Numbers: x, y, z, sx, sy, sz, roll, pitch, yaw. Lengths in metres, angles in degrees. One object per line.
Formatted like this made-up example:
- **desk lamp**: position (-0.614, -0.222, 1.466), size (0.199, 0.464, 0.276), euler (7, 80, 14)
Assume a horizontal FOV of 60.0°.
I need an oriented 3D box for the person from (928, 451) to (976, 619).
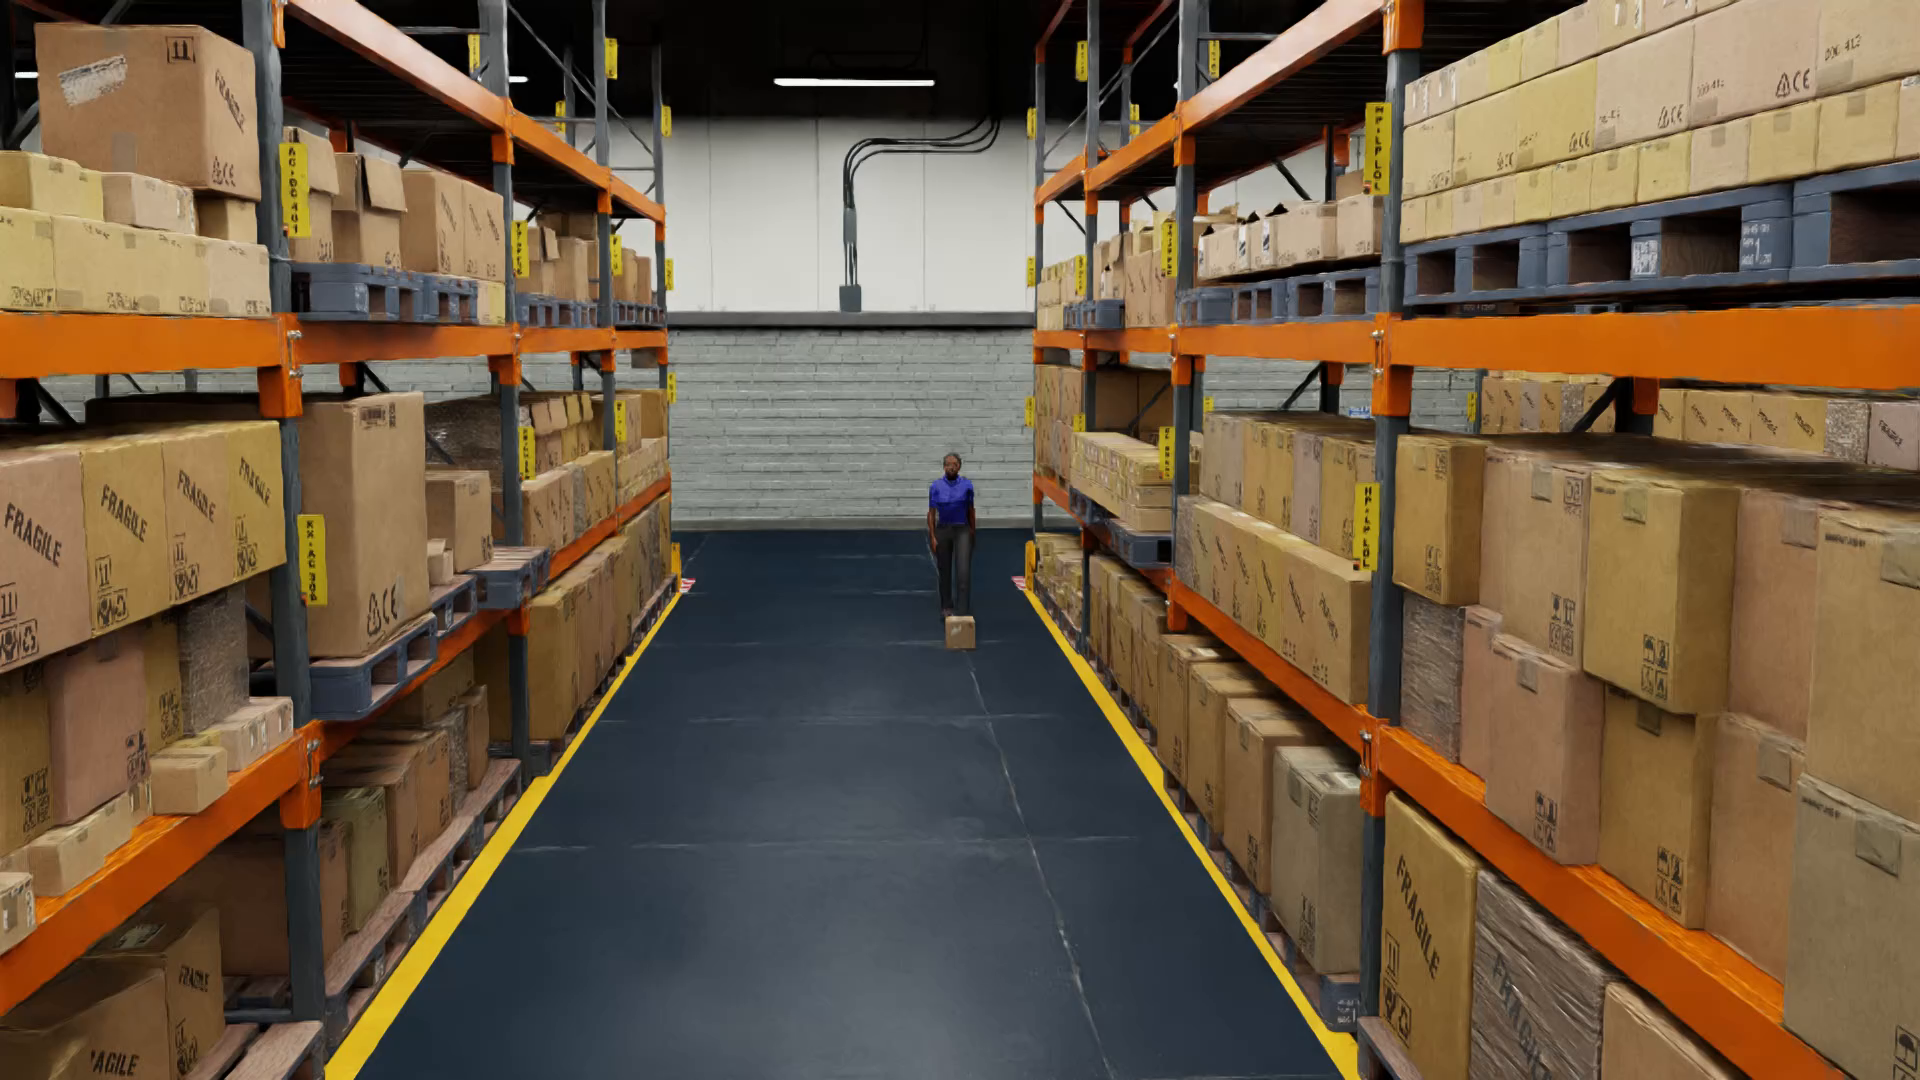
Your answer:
- **person**: position (-0.079, -0.017, 15.987), size (0.458, 1.676, 0.593), euler (0, 7, 0)
